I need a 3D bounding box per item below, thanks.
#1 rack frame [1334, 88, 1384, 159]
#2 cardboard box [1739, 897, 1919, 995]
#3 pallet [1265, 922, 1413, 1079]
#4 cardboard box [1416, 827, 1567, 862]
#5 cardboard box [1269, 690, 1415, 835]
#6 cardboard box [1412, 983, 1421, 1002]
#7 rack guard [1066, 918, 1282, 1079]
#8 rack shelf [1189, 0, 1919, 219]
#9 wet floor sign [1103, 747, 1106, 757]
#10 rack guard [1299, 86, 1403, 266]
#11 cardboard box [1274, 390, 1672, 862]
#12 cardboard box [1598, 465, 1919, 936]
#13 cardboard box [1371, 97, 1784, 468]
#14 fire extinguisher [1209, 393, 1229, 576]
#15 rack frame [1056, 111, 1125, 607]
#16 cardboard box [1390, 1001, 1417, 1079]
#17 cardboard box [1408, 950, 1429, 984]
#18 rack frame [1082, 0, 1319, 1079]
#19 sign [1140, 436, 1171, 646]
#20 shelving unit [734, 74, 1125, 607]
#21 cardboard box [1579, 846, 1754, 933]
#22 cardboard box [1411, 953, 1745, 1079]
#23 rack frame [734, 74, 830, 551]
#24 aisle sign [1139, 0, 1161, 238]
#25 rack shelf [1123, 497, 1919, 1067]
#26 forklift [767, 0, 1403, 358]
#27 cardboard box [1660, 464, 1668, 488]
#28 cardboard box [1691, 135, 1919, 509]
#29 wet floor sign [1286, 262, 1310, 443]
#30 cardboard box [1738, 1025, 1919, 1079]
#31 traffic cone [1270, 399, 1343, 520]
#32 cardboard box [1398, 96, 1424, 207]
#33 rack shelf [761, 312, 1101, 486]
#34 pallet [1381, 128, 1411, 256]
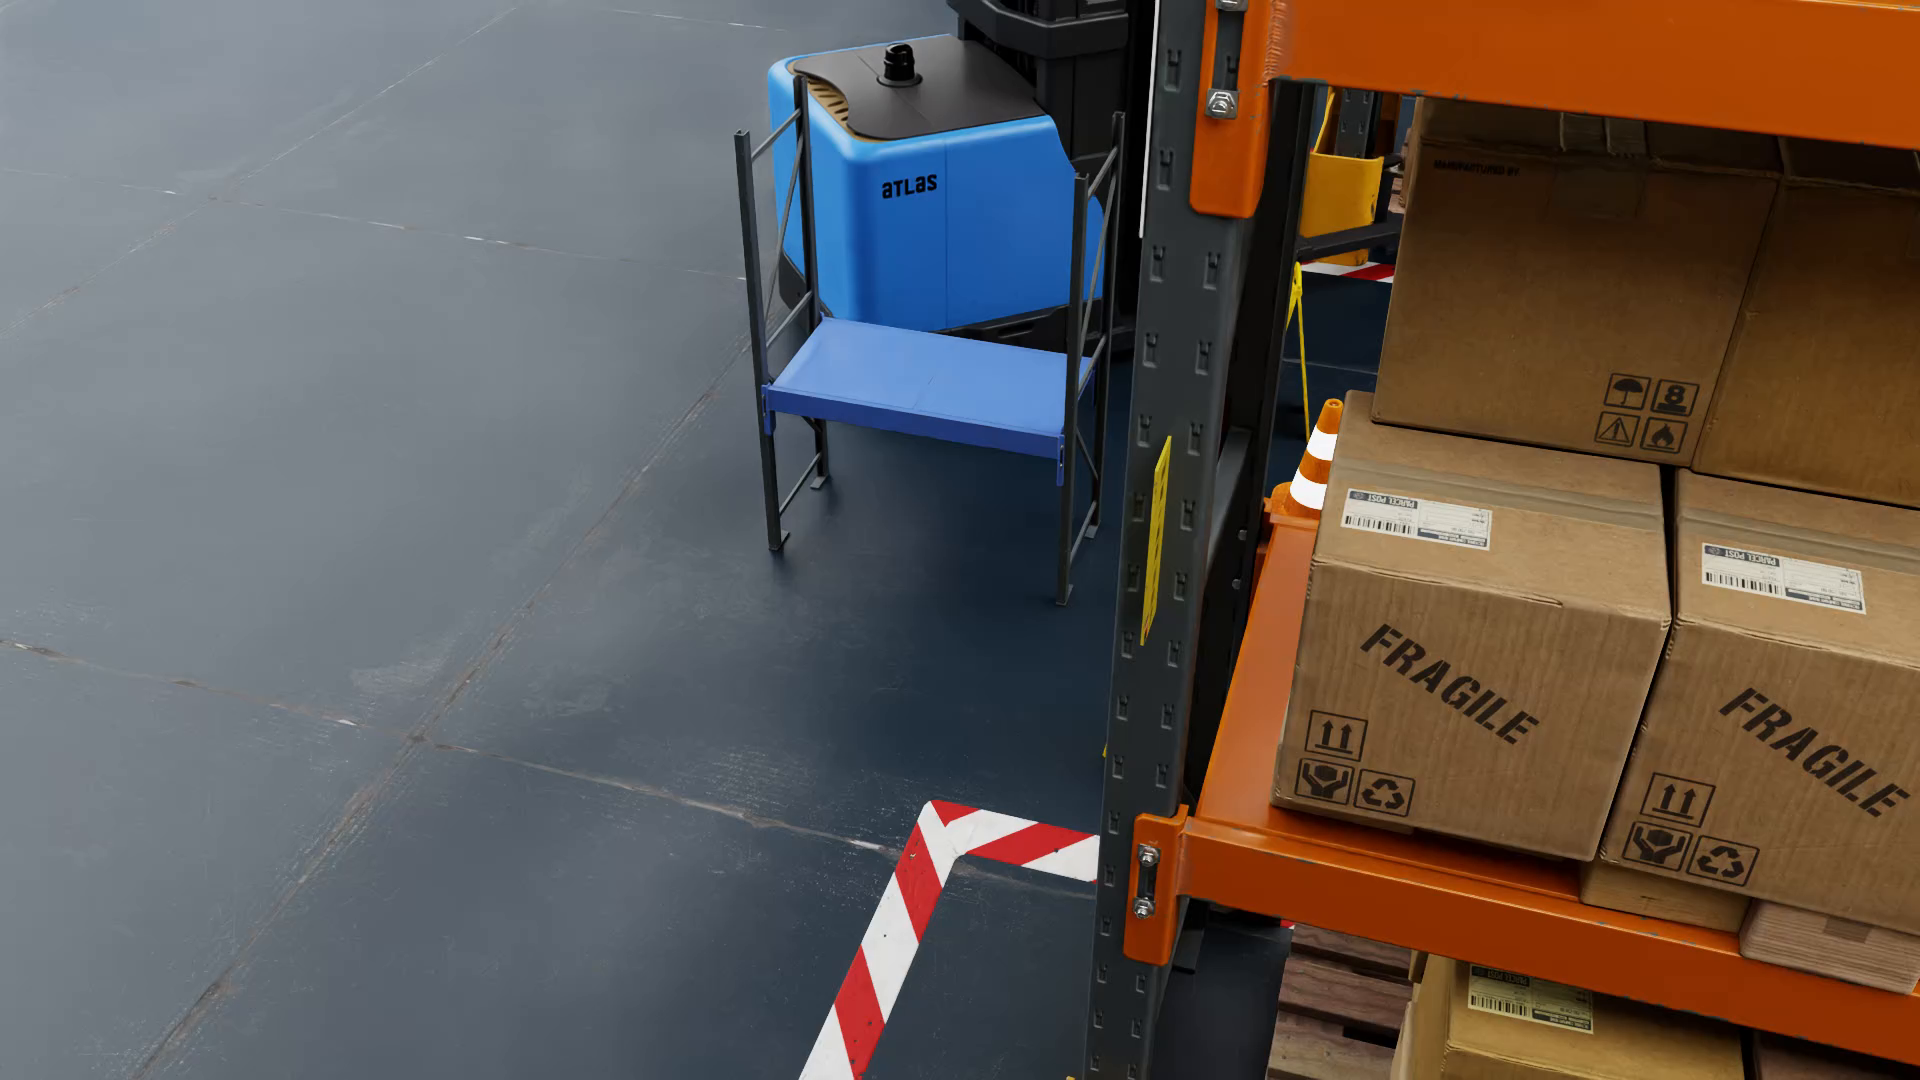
[{"bbox_3d":[1.834,-2.773,6.987,0.127,3.000,1.000,10,38,14],"label":"rack frame"},{"bbox_3d":[1.420,0.524,2.719,0.250,0.149,0.380,11,38,15],"label":"cardboard box"},{"bbox_3d":[1.292,1.346,3.744,1.213,0.211,1.003,10,38,14],"label":"pallet"},{"bbox_3d":[0.962,0.361,2.942,0.250,0.149,0.380,11,38,15],"label":"cardboard box"},{"bbox_3d":[0.717,0.324,2.991,0.250,0.149,0.380,11,38,14],"label":"cardboard box"},{"bbox_3d":[1.329,0.979,3.855,0.500,0.250,0.500,10,38,14],"label":"cardboard box"},{"bbox_3d":[0.527,1.066,3.880,0.348,0.500,1.175,10,38,14],"label":"rack guard"},{"bbox_3d":[2.363,-0.519,2.001,4.000,0.370,1.077,10,38,14],"label":"rack shelf"},{"bbox_3d":[0.592,0.355,4.724,0.232,0.644,0.267,24,43,29],"label":"wet floor sign"},{"bbox_3d":[1.811,-1.770,7.734,0.348,0.500,1.175,10,38,14],"label":"rack guard"},{"bbox_3d":[0.824,0.126,2.713,0.500,0.500,0.500,10,38,13],"label":"cardboard box"},{"bbox_3d":[1.319,0.216,2.591,0.500,0.500,0.500,12,38,15],"label":"cardboard box"},{"bbox_3d":[1.007,-0.550,2.788,0.500,0.500,0.700,10,37,13],"label":"cardboard box"},{"bbox_3d":[0.483,-0.204,3.562,0.183,0.674,0.296,10,38,14],"label":"fire extinguisher"},{"bbox_3d":[0.404,-0.529,5.204,0.032,1.500,0.500,10,38,14],"label":"rack frame"},{"bbox_3d":[1.142,1.283,3.442,0.500,0.250,0.500,10,38,14],"label":"cardboard box"},{"bbox_3d":[1.297,0.676,3.634,0.500,0.500,0.500,11,38,14],"label":"cardboard box"},{"bbox_3d":[0.454,0.046,3.157,0.127,3.000,1.000,10,38,14],"label":"rack frame"},{"bbox_3d":[0.293,0.004,2.484,0.005,0.325,0.100,10,38,14],"label":"sign"},{"bbox_3d":[-0.081,-0.619,5.326,1.048,1.500,0.538,10,38,14],"label":"shelving unit"},{"bbox_3d":[1.191,0.453,2.815,0.250,0.149,0.380,9,37,12],"label":"cardboard box"},{"bbox_3d":[1.165,0.985,3.214,0.500,0.500,0.500,9,37,12],"label":"cardboard box"},{"bbox_3d":[-0.567,-0.709,5.448,0.032,1.500,0.500,10,38,14],"label":"rack frame"},{"bbox_3d":[0.303,-0.837,2.163,0.004,0.787,0.394,10,38,14],"label":"aisle sign"},{"bbox_3d":[2.363,0.689,2.890,4.000,0.370,1.077,10,38,14],"label":"rack shelf"},{"bbox_3d":[0.799,-2.276,6.369,3.031,2.935,1.130,-14,39,-19],"label":"forklift"},{"bbox_3d":[1.055,-0.174,3.121,0.500,0.500,0.500,10,37,13],"label":"cardboard box"},{"bbox_3d":[1.488,-0.457,2.661,0.500,0.500,0.700,11,38,14],"label":"cardboard box"},{"bbox_3d":[1.216,-0.710,6.170,0.232,0.644,0.267,4,37,6],"label":"wet floor sign"},{"bbox_3d":[1.665,1.075,3.092,0.500,0.500,0.500,9,37,12],"label":"cardboard box"},{"bbox_3d":[1.256,-0.275,5.733,0.334,0.463,0.336,10,38,14],"label":"traffic cone"},{"bbox_3d":[2.501,-2.004,7.380,0.875,0.875,0.875,11,38,14],"label":"cardboard box"},{"bbox_3d":[-0.081,-0.474,5.433,1.000,0.185,0.538,10,38,14],"label":"rack shelf"},{"bbox_3d":[2.620,-1.553,7.682,1.213,0.211,1.003,10,38,14],"label":"pallet"}]
